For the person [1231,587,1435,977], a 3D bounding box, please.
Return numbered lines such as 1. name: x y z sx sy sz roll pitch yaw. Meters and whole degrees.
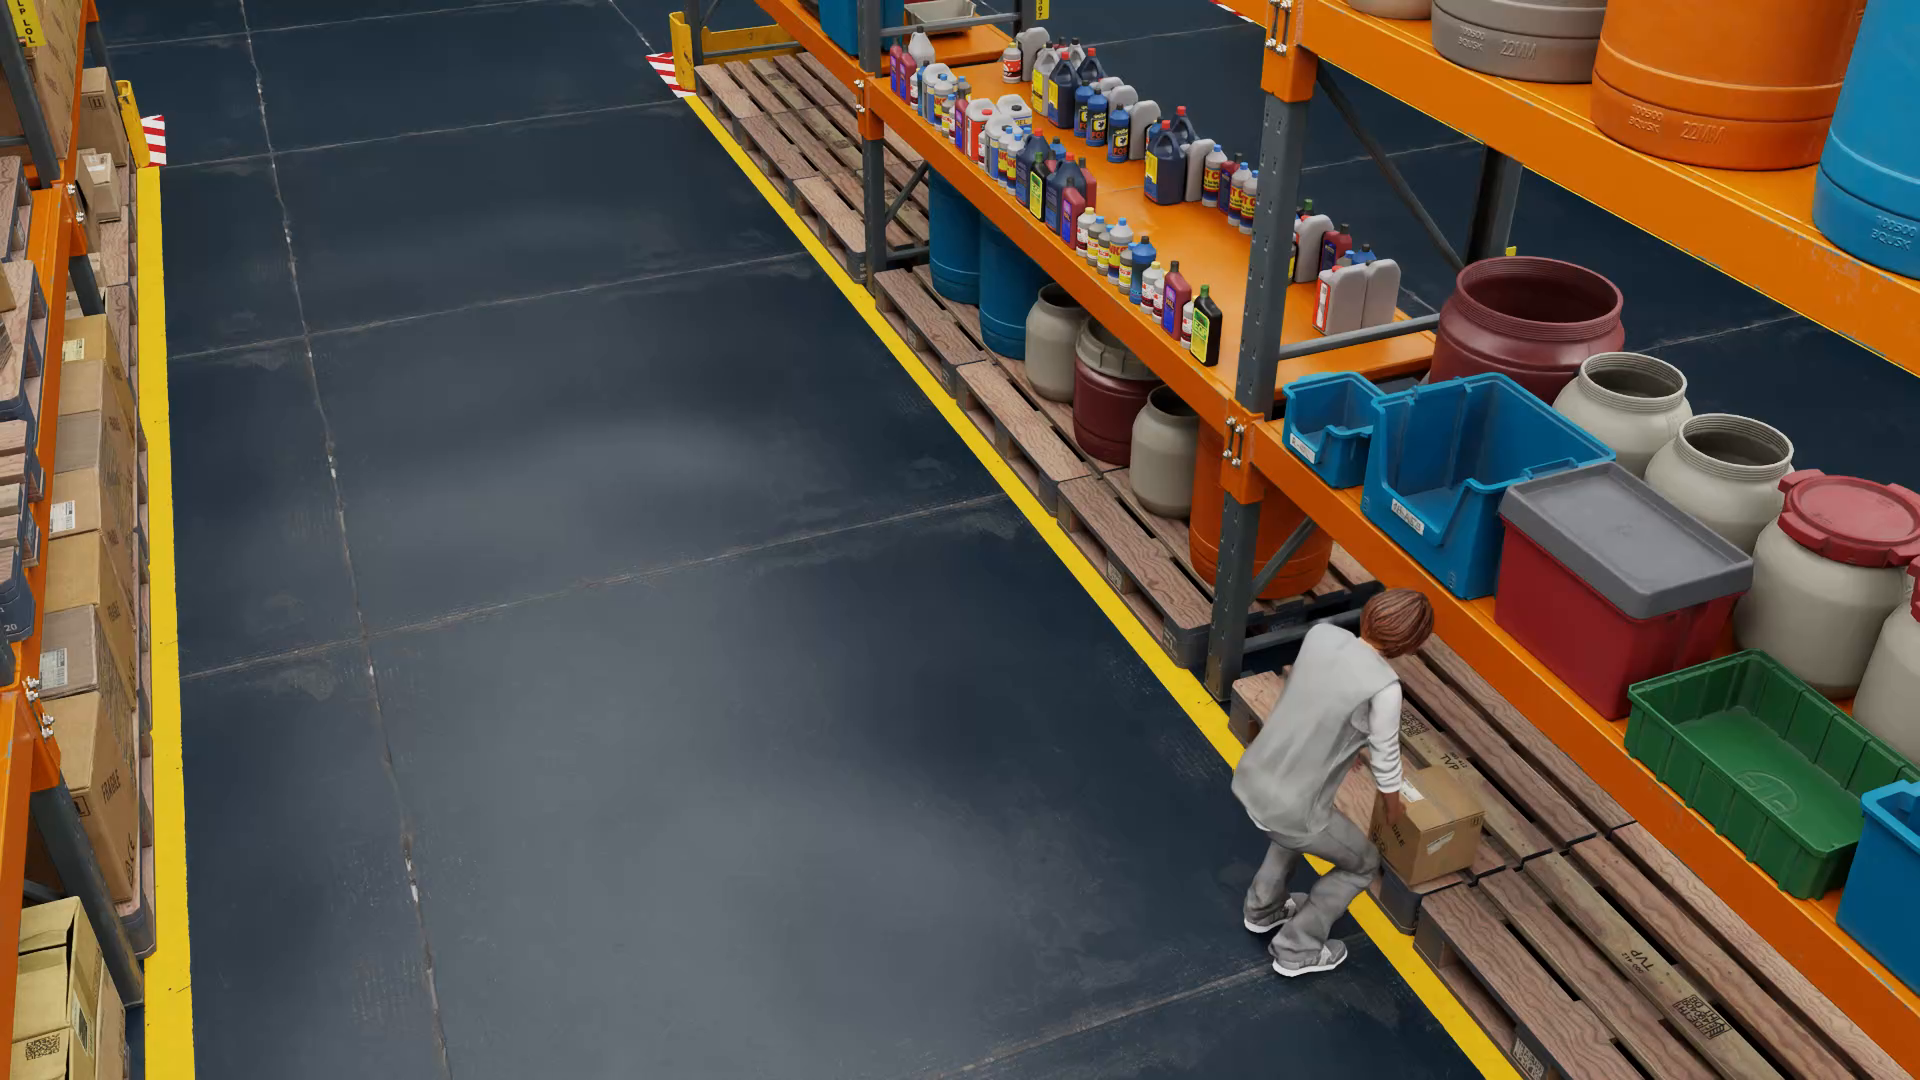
1. person: 1.138 0.761 5.247 0.620 1.351 0.461 -13 36 -19
